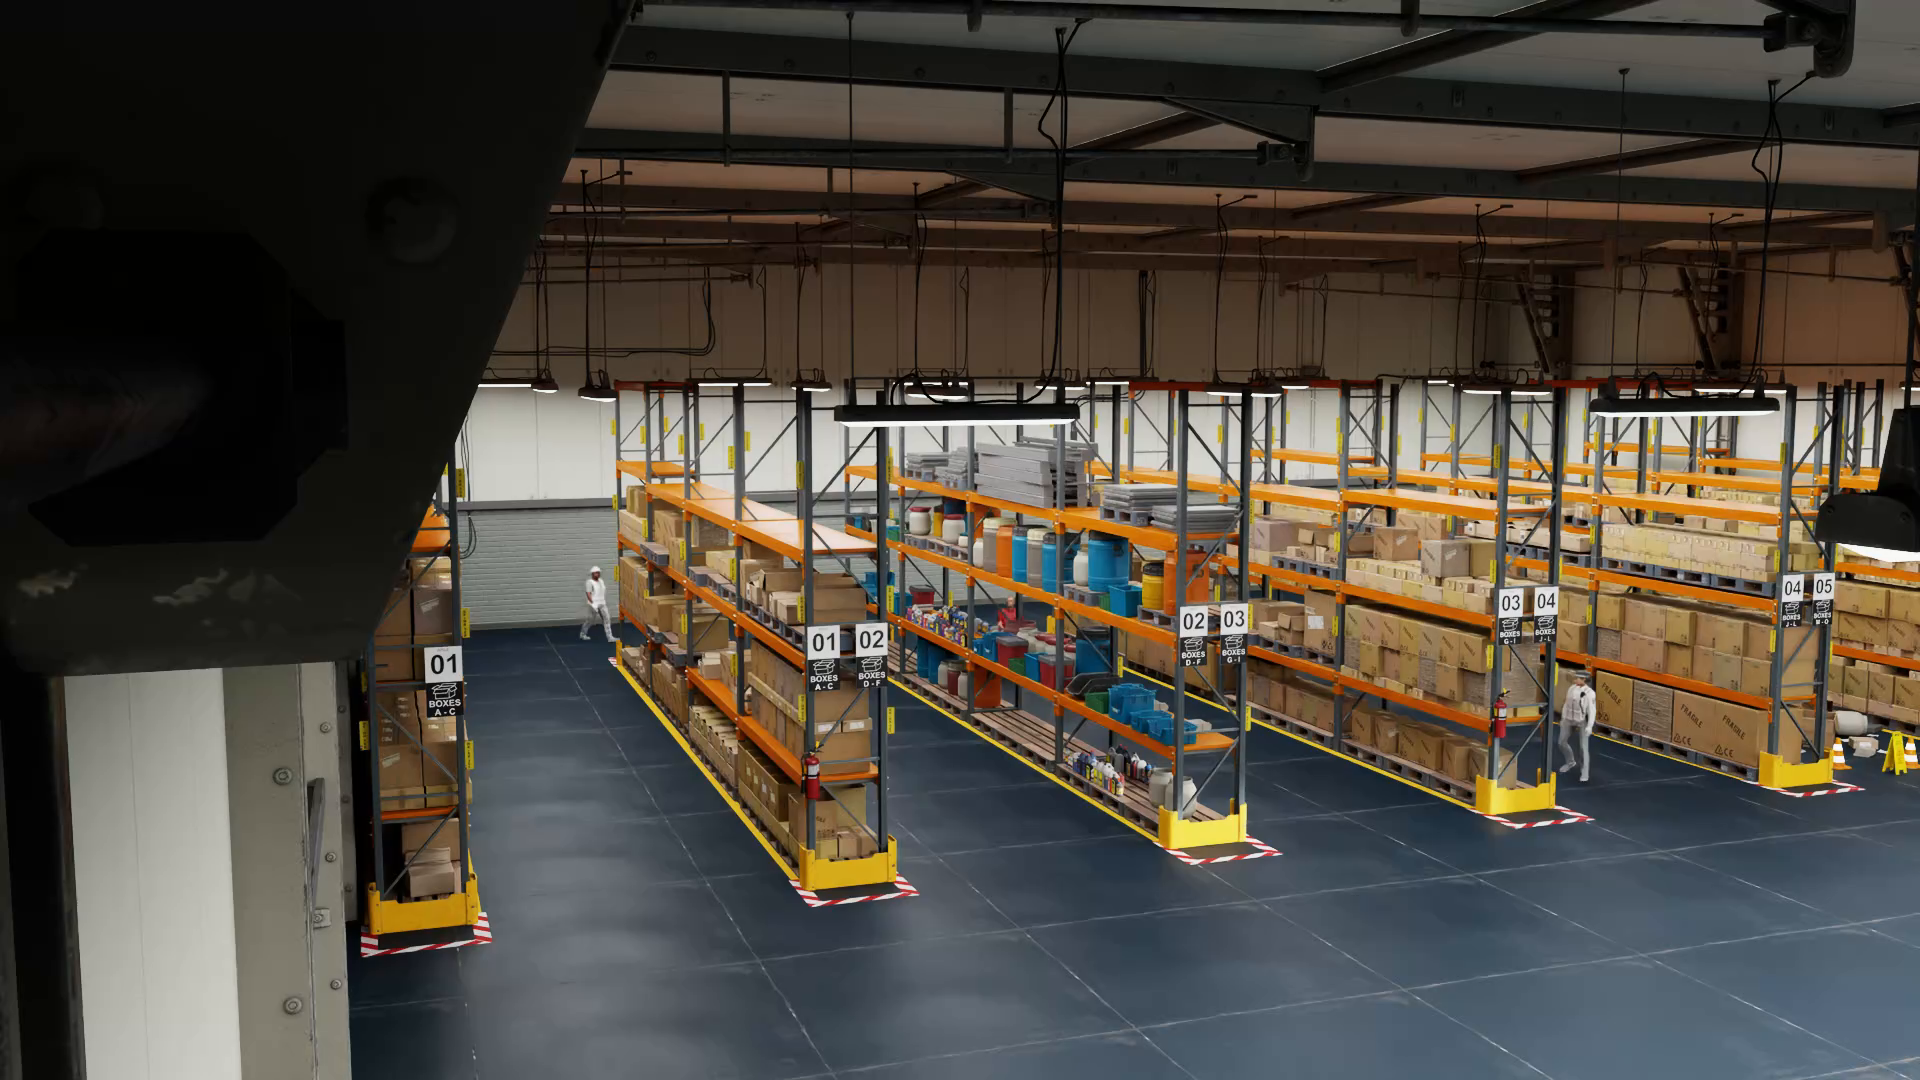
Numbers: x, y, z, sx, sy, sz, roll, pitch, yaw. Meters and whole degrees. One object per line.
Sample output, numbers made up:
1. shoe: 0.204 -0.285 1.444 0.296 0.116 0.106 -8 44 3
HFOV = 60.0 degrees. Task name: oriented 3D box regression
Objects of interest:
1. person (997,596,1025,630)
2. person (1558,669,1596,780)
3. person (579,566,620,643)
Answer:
1. person: 1.079 1.980 33.266 0.685 1.676 0.841 -3 7 -23
2. person: 9.466 2.803 25.489 0.571 1.676 0.439 6 8 45
3. person: -8.212 1.471 37.794 1.027 1.745 0.623 4 7 33
